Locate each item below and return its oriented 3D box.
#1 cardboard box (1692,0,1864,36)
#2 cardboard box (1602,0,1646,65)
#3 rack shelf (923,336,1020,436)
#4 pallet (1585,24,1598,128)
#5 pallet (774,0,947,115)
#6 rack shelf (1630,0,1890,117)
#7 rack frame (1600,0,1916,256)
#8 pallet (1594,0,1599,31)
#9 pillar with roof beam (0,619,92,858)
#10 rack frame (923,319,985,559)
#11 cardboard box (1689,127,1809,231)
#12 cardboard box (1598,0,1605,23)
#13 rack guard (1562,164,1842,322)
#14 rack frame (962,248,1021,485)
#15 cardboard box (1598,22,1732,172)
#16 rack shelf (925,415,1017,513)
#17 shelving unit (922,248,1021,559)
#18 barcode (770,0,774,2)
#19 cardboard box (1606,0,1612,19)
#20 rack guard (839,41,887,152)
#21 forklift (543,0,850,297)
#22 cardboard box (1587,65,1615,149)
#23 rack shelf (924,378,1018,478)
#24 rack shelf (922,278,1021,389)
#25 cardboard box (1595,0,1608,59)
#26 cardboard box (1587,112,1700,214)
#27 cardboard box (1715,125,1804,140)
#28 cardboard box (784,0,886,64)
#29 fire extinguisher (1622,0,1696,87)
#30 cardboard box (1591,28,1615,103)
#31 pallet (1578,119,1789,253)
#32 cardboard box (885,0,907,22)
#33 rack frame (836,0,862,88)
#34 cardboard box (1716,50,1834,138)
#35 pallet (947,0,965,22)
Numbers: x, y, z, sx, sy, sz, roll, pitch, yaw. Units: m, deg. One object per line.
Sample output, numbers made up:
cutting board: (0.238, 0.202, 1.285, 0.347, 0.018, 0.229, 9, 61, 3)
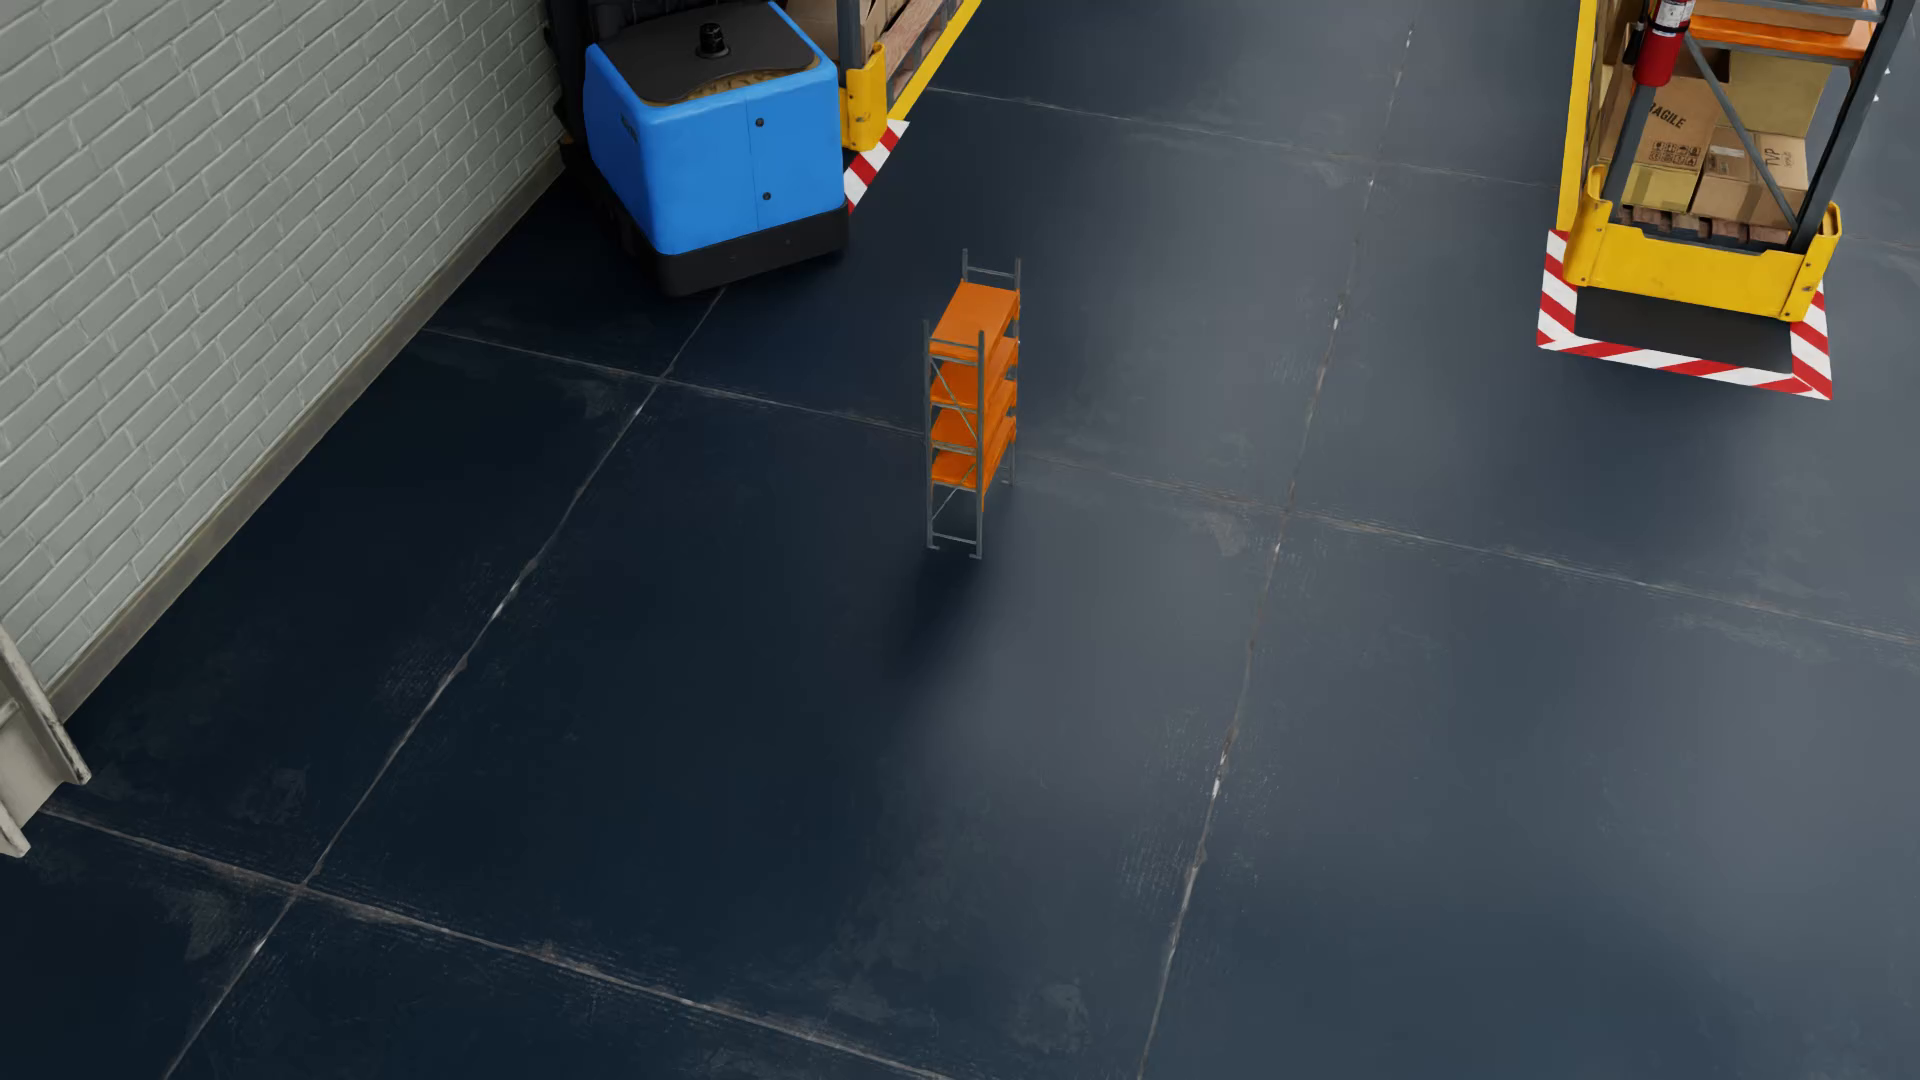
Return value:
cardboard box: (3.843, -2.739, 7.732, 0.700, 0.500, 0.500, 13, 46, 13)
cardboard box: (3.857, -2.920, 9.118, 0.500, 0.500, 0.500, 13, 46, 13)
rack shelf: (0.050, -0.651, 6.733, 0.258, 0.148, 0.480, 13, 46, 12)
pallet: (4.252, -2.727, 9.785, 1.003, 0.211, 1.213, 13, 46, 13)
pallet: (-0.731, -3.029, 10.094, 1.003, 0.211, 1.213, 13, 46, 13)
rack shelf: (4.295, -3.471, 9.065, 1.077, 0.370, 4.000, 13, 46, 13)
rack frame: (3.689, -2.395, 7.451, 1.000, 3.000, 0.127, 13, 46, 13)
pallet: (4.620, -3.543, 10.619, 1.003, 0.211, 1.213, 13, 46, 13)
pillar with roof beam: (0.640, -1.324, 2.068, 9.100, 9.000, 0.400, 13, 46, 13)
rack frame: (-0.024, -0.377, 6.676, 0.240, 1.200, 0.015, 13, 46, 12)
cardboard box: (4.063, -1.872, 8.583, 0.500, 0.250, 0.500, 13, 46, 13)
cardboard box: (4.158, -3.319, 10.062, 0.500, 0.250, 0.500, 13, 46, 13)
rack guard: (3.682, -1.485, 8.309, 1.175, 0.500, 0.348, 13, 46, 13)
rack frame: (0.124, -0.702, 7.008, 0.240, 1.200, 0.015, 13, 46, 12)
cardboard box: (3.568, -2.251, 8.434, 0.500, 0.500, 0.500, 13, 46, 13)
rack shelf: (0.050, -0.349, 7.028, 0.258, 0.148, 0.480, 13, 46, 12)
shelving unit: (0.050, -0.539, 6.842, 0.258, 1.200, 0.503, 13, 46, 12)
barcode: (-1.114, -3.180, 9.855, 0.001, 0.075, 0.075, 13, 46, 13)
cardboard box: (4.009, -3.253, 9.458, 0.500, 0.500, 0.500, 13, 46, 13)
rack guard: (-1.010, -2.599, 9.447, 1.175, 0.500, 0.348, 13, 46, 13)
forklift: (-1.708, -3.288, 8.414, 1.130, 2.935, 3.031, -20, 48, -20)
cardboard box: (3.710, -2.318, 9.039, 0.500, 0.250, 0.500, 13, 46, 13)
rack shelf: (0.050, -0.491, 6.889, 0.258, 0.148, 0.480, 13, 46, 12)
rack shelf: (0.050, -0.820, 6.567, 0.258, 0.148, 0.480, 13, 46, 12)
cardboard box: (4.013, -2.984, 9.720, 0.500, 0.250, 0.500, 13, 46, 13)
cardboard box: (3.570, -1.982, 8.696, 0.500, 0.250, 0.500, 13, 46, 13)
cardboard box: (4.211, -2.206, 8.925, 0.500, 0.250, 0.500, 13, 46, 13)
cardboard box: (-0.738, -3.080, 9.759, 0.500, 0.311, 0.500, 8, 45, 8)
fire extinguisher: (3.210, -2.387, 7.499, 0.296, 0.674, 0.183, 13, 46, 13)
cardboard box: (3.859, -2.652, 9.380, 0.500, 0.250, 0.500, 13, 46, 13)
pallet: (3.881, -1.917, 8.957, 1.003, 0.211, 1.213, 13, 46, 13)
cardboard box: (-0.565, -3.460, 10.148, 0.500, 0.311, 0.500, 16, 47, 16)
rack frame: (-1.033, -3.441, 8.521, 1.000, 3.000, 0.127, 13, 46, 13)
cardboard box: (4.213, -2.474, 8.662, 0.500, 0.500, 0.500, 13, 46, 13)
pallet: (-0.359, -3.840, 10.922, 1.003, 0.211, 1.213, 13, 46, 13)
